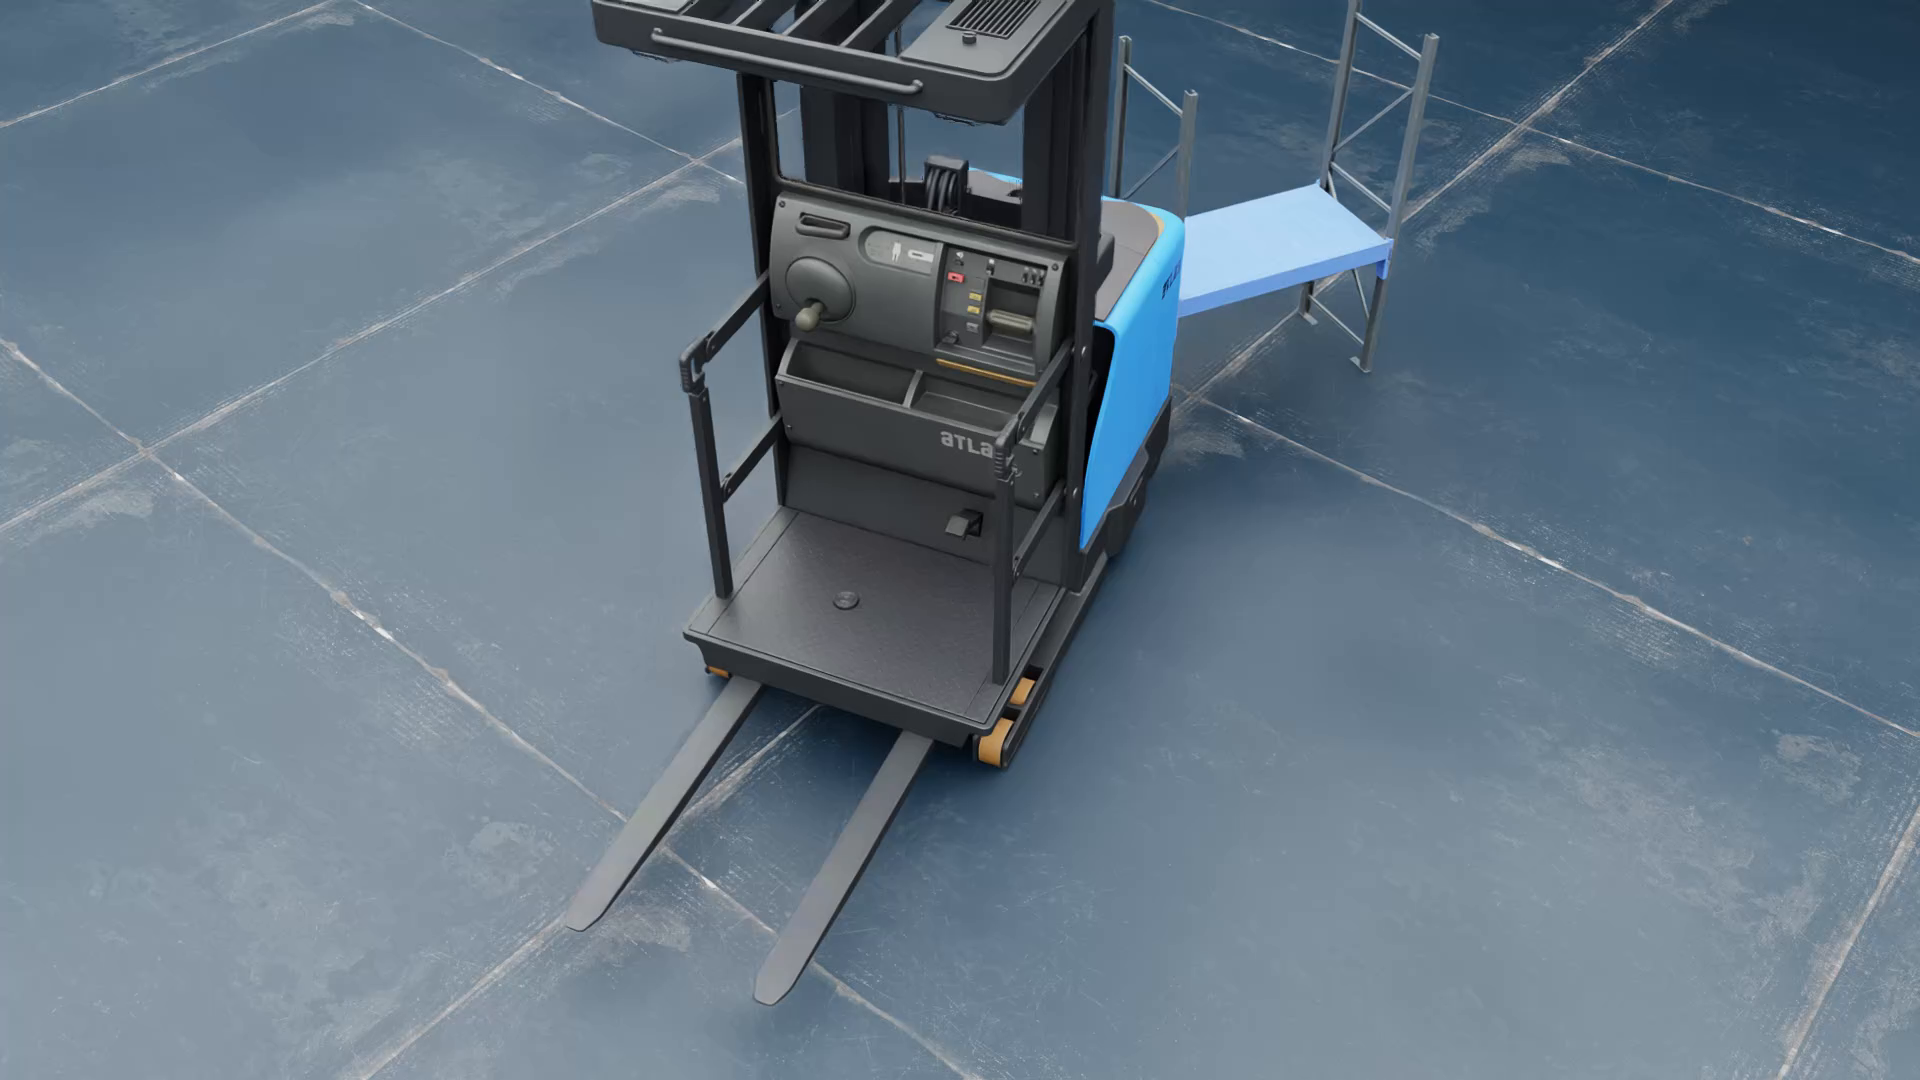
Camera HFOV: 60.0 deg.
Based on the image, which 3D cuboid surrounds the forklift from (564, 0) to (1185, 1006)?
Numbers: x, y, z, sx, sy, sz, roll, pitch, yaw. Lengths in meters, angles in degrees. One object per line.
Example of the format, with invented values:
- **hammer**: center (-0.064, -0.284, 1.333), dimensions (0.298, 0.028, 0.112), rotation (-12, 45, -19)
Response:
- **forklift**: center (-0.223, -0.675, 4.814), dimensions (1.130, 2.935, 3.031), rotation (16, 45, 17)

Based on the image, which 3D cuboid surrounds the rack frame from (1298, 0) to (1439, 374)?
- **rack frame**: center (1.616, -1.413, 6.689), dimensions (0.032, 1.500, 0.500), rotation (-18, 45, -18)

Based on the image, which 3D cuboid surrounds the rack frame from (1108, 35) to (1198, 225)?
- **rack frame**: center (0.697, -1.120, 6.367), dimensions (0.032, 1.500, 0.500), rotation (-18, 45, -18)

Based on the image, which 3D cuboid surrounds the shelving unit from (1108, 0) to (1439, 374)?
- **shelving unit**: center (1.156, -1.267, 6.528), dimensions (1.048, 1.500, 0.538), rotation (-18, 45, -18)

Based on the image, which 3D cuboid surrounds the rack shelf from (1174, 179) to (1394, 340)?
- **rack shelf**: center (1.156, -1.134, 6.649), dimensions (1.000, 0.185, 0.538), rotation (-18, 45, -18)
